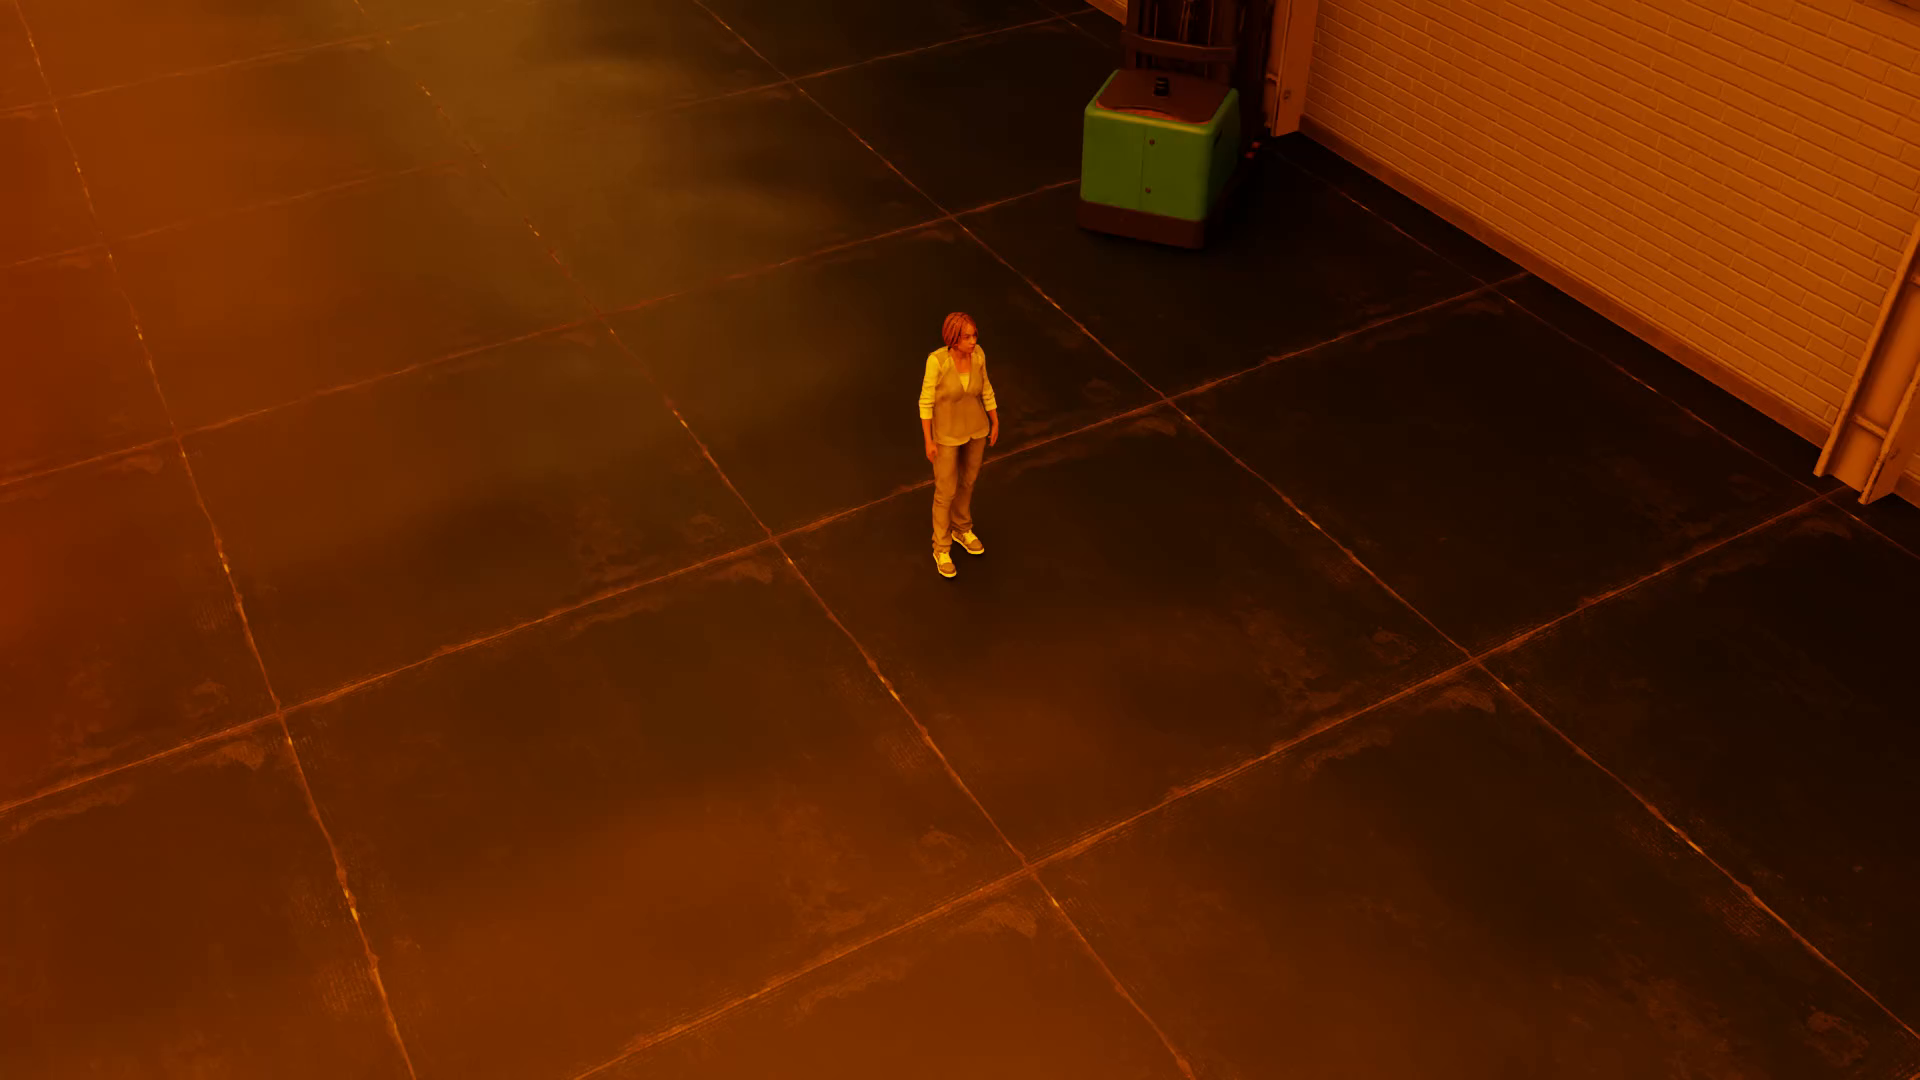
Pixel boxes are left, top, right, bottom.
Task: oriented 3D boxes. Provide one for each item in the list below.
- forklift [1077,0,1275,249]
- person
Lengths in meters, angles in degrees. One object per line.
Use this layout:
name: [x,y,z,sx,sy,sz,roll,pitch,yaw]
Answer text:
forklift: [1.950,-4.337,13.265,1.130,2.935,3.031,14,42,17]
person: [0.025,-0.575,9.762,0.520,1.599,0.473,-20,44,-23]
